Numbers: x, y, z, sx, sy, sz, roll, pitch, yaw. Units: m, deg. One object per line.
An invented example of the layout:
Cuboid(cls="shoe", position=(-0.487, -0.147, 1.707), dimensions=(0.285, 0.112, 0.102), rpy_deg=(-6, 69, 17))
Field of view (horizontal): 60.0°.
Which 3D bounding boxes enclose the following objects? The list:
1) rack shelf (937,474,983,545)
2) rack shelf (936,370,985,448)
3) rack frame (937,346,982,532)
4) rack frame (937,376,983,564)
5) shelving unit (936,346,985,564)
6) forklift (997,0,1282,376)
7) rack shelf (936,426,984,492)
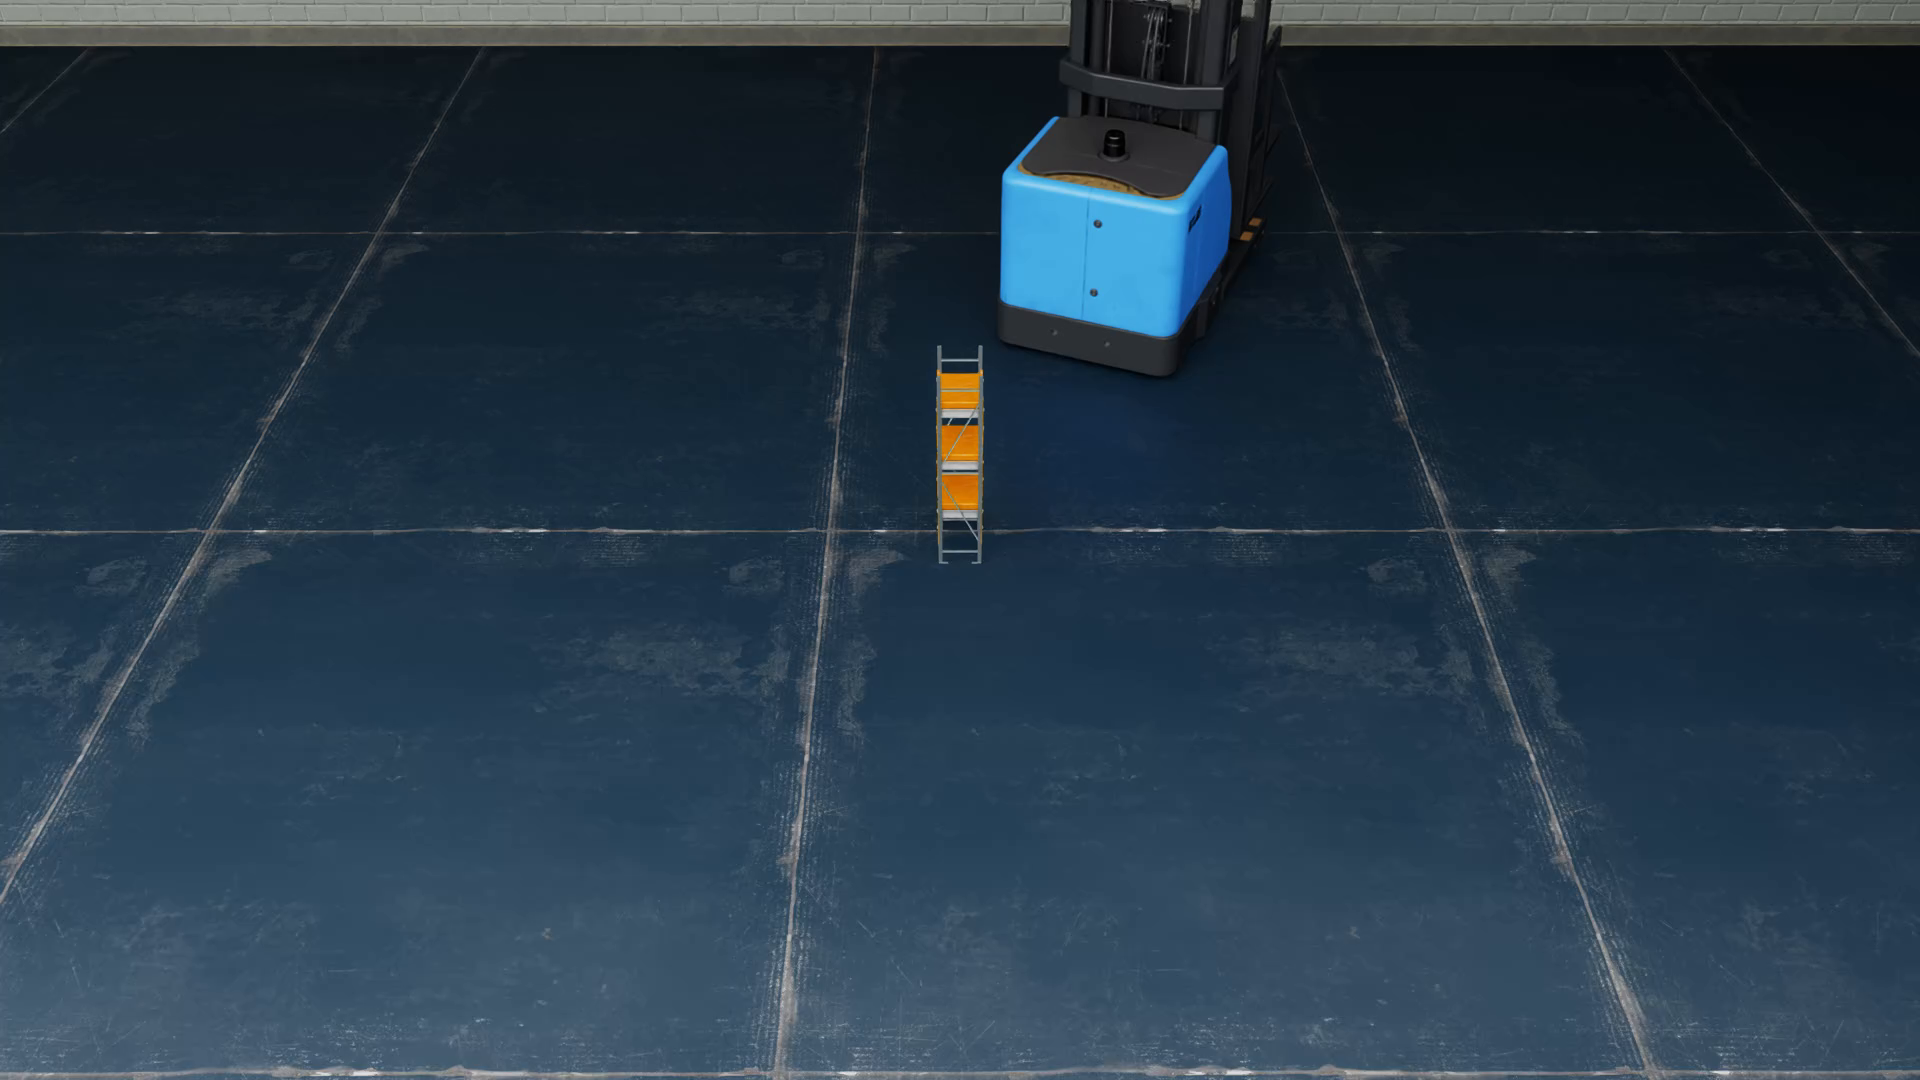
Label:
Cuboid(cls="rack shelf", position=(0.000, -0.151, 7.806), dimensions=(0.215, 0.259, 0.240), rpy_deg=(0, 39, 0))
Cuboid(cls="rack shelf", position=(0.000, -0.589, 7.455), dimensions=(0.215, 0.259, 0.240), rpy_deg=(0, 39, 0))
Cuboid(cls="rack frame", position=(0.000, -0.453, 7.721), dimensions=(0.200, 1.050, 0.008), rpy_deg=(0, 39, 0))
Cuboid(cls="rack frame", position=(0.000, -0.300, 7.530), dimensions=(0.200, 1.050, 0.008), rpy_deg=(0, 39, 0))
Cuboid(cls="shelving unit", position=(0.000, -0.376, 7.625), dimensions=(0.215, 1.050, 0.252), rpy_deg=(0, 39, 0))
Cuboid(cls="forklift", position=(1.246, -2.951, 9.334), dimensions=(1.130, 2.935, 3.031), rpy_deg=(15, 41, 18))
Cuboid(cls="rack shelf", position=(0.000, -0.368, 7.632), dimensions=(0.215, 0.259, 0.240), rpy_deg=(0, 39, 0))
